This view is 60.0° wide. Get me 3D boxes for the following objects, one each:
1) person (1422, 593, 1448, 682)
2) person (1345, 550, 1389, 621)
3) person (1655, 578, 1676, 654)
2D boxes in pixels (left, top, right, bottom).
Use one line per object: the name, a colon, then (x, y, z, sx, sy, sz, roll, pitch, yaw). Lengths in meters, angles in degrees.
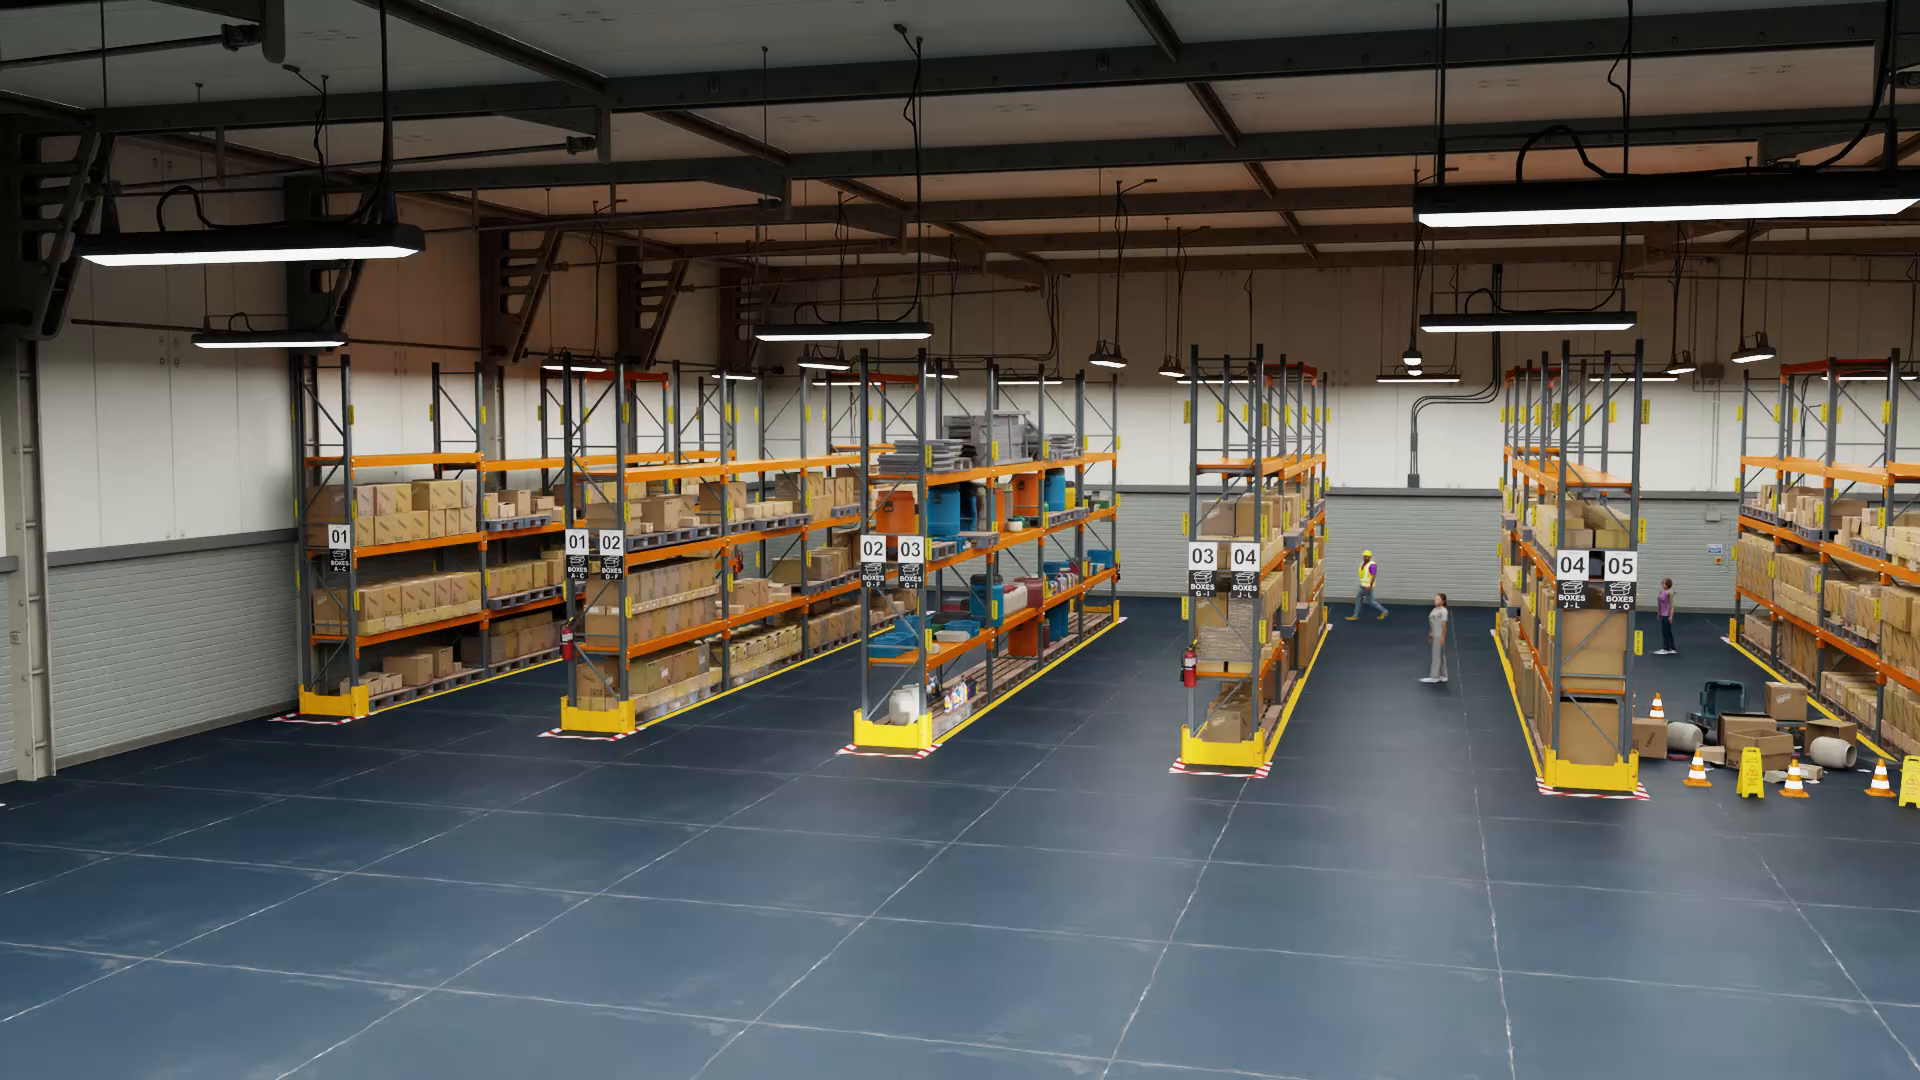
person: (8.941, 1.824, 31.259, 0.488, 1.670, 0.450, 1, 4, 8)
person: (9.858, 1.113, 40.283, 0.977, 1.739, 0.617, 0, 4, 0)
person: (14.836, 1.592, 34.923, 0.403, 1.599, 0.446, 1, 5, 18)
